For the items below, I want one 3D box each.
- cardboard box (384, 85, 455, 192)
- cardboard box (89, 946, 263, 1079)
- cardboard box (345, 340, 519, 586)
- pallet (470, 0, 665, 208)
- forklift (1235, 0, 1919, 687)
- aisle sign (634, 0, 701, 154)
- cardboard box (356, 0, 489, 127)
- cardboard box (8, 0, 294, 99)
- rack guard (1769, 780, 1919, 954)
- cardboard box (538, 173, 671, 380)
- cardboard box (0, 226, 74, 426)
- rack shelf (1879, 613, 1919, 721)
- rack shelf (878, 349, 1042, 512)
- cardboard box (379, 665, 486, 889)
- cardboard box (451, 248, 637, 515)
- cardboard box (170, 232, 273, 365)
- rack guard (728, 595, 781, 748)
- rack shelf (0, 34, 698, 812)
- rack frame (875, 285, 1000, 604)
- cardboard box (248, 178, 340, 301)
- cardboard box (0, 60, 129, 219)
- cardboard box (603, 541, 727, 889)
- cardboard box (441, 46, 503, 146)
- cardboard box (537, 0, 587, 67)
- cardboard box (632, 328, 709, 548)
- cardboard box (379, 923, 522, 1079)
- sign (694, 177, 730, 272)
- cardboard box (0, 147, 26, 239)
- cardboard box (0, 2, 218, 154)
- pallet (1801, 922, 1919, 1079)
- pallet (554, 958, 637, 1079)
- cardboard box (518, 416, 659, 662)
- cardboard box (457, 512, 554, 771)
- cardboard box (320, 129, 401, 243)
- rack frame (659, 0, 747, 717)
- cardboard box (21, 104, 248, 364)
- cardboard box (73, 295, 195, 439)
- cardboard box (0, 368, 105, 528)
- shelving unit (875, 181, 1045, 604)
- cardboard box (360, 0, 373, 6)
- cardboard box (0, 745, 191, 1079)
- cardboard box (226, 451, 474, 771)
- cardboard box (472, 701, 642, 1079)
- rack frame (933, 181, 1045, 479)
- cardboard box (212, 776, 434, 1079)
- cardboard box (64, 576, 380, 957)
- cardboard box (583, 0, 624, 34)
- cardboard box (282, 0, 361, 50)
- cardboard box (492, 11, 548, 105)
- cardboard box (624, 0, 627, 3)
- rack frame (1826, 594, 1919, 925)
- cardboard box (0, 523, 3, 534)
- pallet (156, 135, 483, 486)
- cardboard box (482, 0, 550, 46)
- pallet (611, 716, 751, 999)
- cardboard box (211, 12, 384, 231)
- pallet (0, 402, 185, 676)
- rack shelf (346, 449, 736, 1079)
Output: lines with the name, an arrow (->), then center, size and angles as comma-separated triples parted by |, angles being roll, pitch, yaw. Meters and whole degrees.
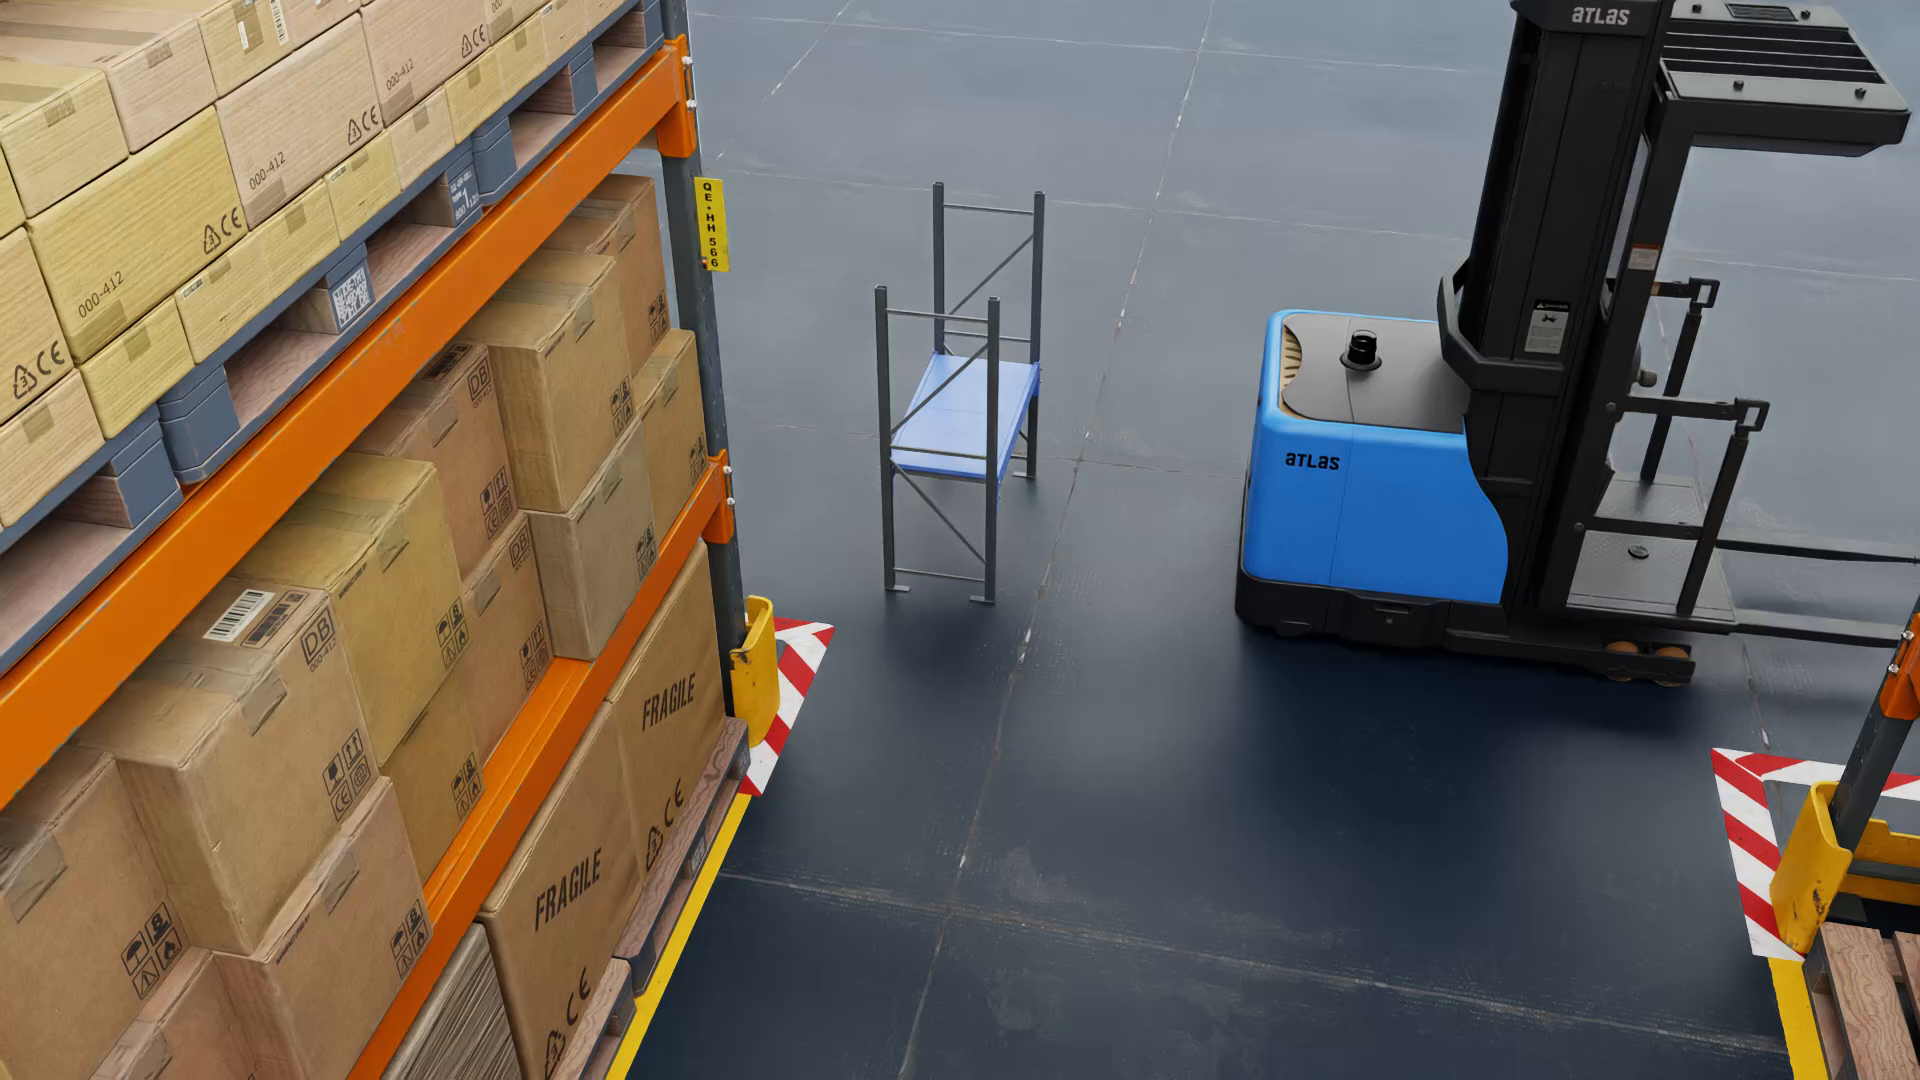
cardboard box -> -1.349, -0.899, 3.649 | 0.380, 0.149, 0.250 | 8, 37, 10
cardboard box -> -2.029, 1.165, 3.459 | 0.875, 0.550, 0.550 | 7, 37, 10
cardboard box -> -1.734, -0.196, 4.416 | 0.875, 0.550, 0.550 | 7, 37, 10
pallet -> -1.485, -1.289, 4.492 | 1.003, 0.211, 1.213 | 7, 37, 10
forklift -> 2.758, -0.917, 6.518 | 3.031, 2.935, 1.130 | 6, 36, 8
aisle sign -> -1.029, -1.592, 5.176 | 0.394, 0.787, 0.004 | 7, 37, 10
cardboard box -> -1.385, -1.131, 3.630 | 0.500, 0.250, 0.500 | 7, 37, 10
cardboard box -> -1.457, -0.928, 3.010 | 0.380, 0.149, 0.250 | 7, 37, 10
rack guard -> 3.470, 1.199, 5.670 | 1.175, 0.500, 0.348 | 7, 37, 10
cardboard box -> -1.454, -0.827, 5.287 | 0.875, 0.550, 0.550 | 7, 37, 10
cardboard box -> -1.707, -0.263, 2.432 | 0.500, 0.250, 0.500 | 7, 37, 10
rack shelf -> 3.060, 1.581, 3.626 | 1.077, 0.370, 4.000 | 7, 37, 10
rack shelf -> 0.018, -0.511, 7.483 | 0.538, 0.185, 1.000 | 7, 37, 10
cardboard box -> -1.783, 0.553, 4.303 | 0.875, 0.550, 0.500 | 7, 37, 10
cardboard box -> -1.482, -0.500, 4.836 | 0.875, 0.550, 0.550 | 7, 37, 10
cardboard box -> -1.512, -0.463, 3.048 | 0.380, 0.149, 0.250 | 7, 37, 10
rack guard -> -1.332, 0.462, 6.687 | 1.175, 0.500, 0.348 | 7, 37, 10
rack shelf -> -1.764, -0.313, 3.683 | 1.077, 0.370, 4.000 | 7, 37, 10
rack frame -> -0.090, -0.365, 6.975 | 0.500, 1.500, 0.032 | 7, 37, 10
cardboard box -> -1.457, -0.605, 3.244 | 0.380, 0.149, 0.250 | 8, 37, 11
cardboard box -> -1.566, -0.641, 2.613 | 0.380, 0.149, 0.250 | 8, 37, 10
cardboard box -> -1.418, 0.551, 5.887 | 0.875, 0.875, 0.875 | 8, 37, 10
cardboard box -> -1.295, -1.043, 3.848 | 0.380, 0.149, 0.250 | 7, 36, 9
cardboard box -> -1.186, -1.335, 4.251 | 0.380, 0.149, 0.250 | 8, 37, 11
cardboard box -> -1.372, -0.379, 5.589 | 0.875, 0.550, 0.550 | 7, 37, 10
cardboard box -> -1.800, 1.578, 4.470 | 0.875, 0.875, 0.875 | 8, 37, 10
sign -> -0.810, -1.025, 5.420 | 0.100, 0.325, 0.005 | 7, 37, 10
cardboard box -> -1.620, -0.493, 2.409 | 0.380, 0.149, 0.250 | 7, 36, 9
cardboard box -> -1.511, -0.786, 2.813 | 0.380, 0.149, 0.250 | 7, 37, 10
pallet -> 3.262, 1.777, 5.118 | 1.003, 0.211, 1.213 | 7, 37, 10
pallet -> -1.694, 1.758, 5.145 | 1.003, 0.211, 1.213 | 7, 37, 10
cardboard box -> -1.468, -0.061, 5.150 | 0.875, 0.550, 0.550 | 7, 37, 10
cardboard box -> -1.711, 0.244, 4.729 | 0.875, 0.550, 0.550 | 7, 37, 10
cardboard box -> -1.403, -0.753, 3.447 | 0.380, 0.149, 0.250 | 8, 37, 11
rack frame -> -1.337, -0.537, 5.934 | 1.000, 3.000, 0.127 | 7, 37, 10
cardboard box -> -1.600, -0.552, 2.831 | 0.500, 0.250, 0.500 | 7, 37, 9
cardboard box -> -1.566, -0.317, 2.846 | 0.380, 0.149, 0.250 | 7, 36, 9
cardboard box -> -1.620, -0.168, 2.641 | 0.380, 0.149, 0.250 | 7, 36, 9
shelving unit -> 0.018, -0.656, 7.377 | 0.538, 1.500, 1.048 | 7, 37, 10
cardboard box -> -1.350, -1.218, 3.410 | 0.380, 0.149, 0.250 | 7, 36, 9
cardboard box -> -2.075, 0.721, 3.151 | 0.875, 0.550, 0.550 | 7, 37, 10
cardboard box -> -1.720, 0.124, 3.975 | 0.875, 0.550, 0.500 | 7, 37, 10
cardboard box -> -1.603, 1.055, 5.191 | 0.875, 0.875, 0.875 | 7, 36, 9
rack frame -> 0.127, -0.948, 7.779 | 0.500, 1.500, 0.032 | 7, 37, 10
cardboard box -> -1.799, 0.870, 3.866 | 0.875, 0.550, 0.550 | 7, 37, 10
cardboard box -> -1.826, 0.429, 3.554 | 0.875, 0.550, 0.550 | 7, 37, 10
cardboard box -> -1.132, -1.483, 4.455 | 0.380, 0.149, 0.250 | 8, 37, 10
cardboard box -> -1.403, -1.073, 3.210 | 0.380, 0.149, 0.250 | 8, 37, 10
cardboard box -> -1.241, -1.190, 4.051 | 0.380, 0.149, 0.250 | 8, 37, 10
cardboard box -> -1.077, -1.627, 4.654 | 0.380, 0.149, 0.250 | 7, 37, 10
rack frame -> 3.487, 0.143, 4.997 | 1.000, 3.000, 0.127 | 7, 37, 10
cardboard box -> -1.674, -0.024, 2.443 | 0.380, 0.149, 0.250 | 7, 37, 10
pallet -> -1.744, -0.587, 3.524 | 1.003, 0.211, 1.213 | 7, 37, 10
cardboard box -> -1.276, -1.419, 4.027 | 0.500, 0.250, 0.500 | 7, 37, 10
pallet -> -1.432, 1.061, 6.107 | 1.003, 0.211, 1.213 | 7, 37, 10
cardboard box -> -1.493, -0.843, 3.232 | 0.500, 0.250, 0.500 | 8, 37, 10
pallet -> -2.007, 0.110, 2.562 | 1.003, 0.211, 1.213 | 7, 37, 10
rack shelf -> -1.764, 0.901, 4.564 | 1.077, 0.370, 4.000 | 7, 37, 10
